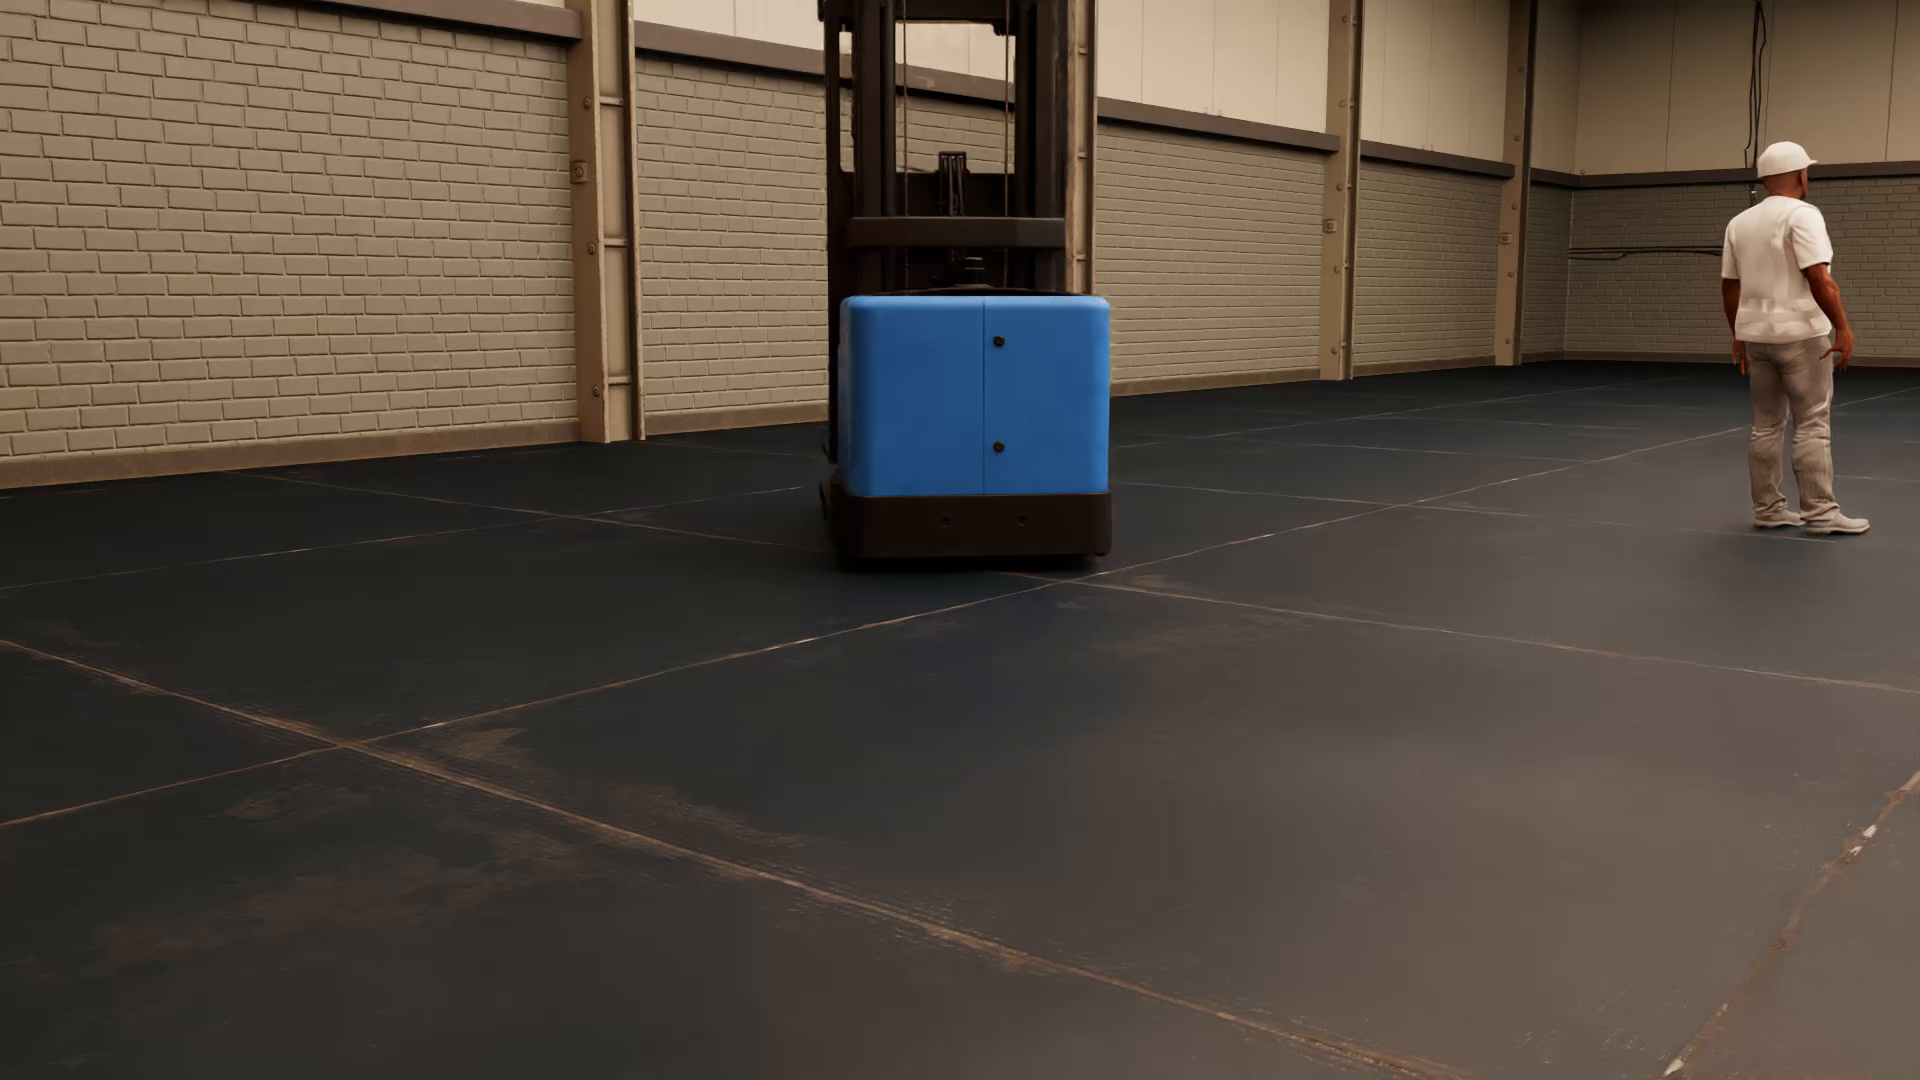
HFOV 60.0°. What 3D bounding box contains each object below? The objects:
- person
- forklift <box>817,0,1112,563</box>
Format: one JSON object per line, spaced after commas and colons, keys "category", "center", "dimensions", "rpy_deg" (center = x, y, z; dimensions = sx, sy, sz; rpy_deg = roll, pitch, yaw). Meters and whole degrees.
{"category": "person", "center": [3.771, -0.957, 7.625], "dimensions": [0.377, 1.712, 0.663], "rpy_deg": [-3, 9, -17]}
{"category": "forklift", "center": [-0.093, -1.534, 7.762], "dimensions": [1.130, 2.935, 3.031], "rpy_deg": [-1, 8, -7]}
